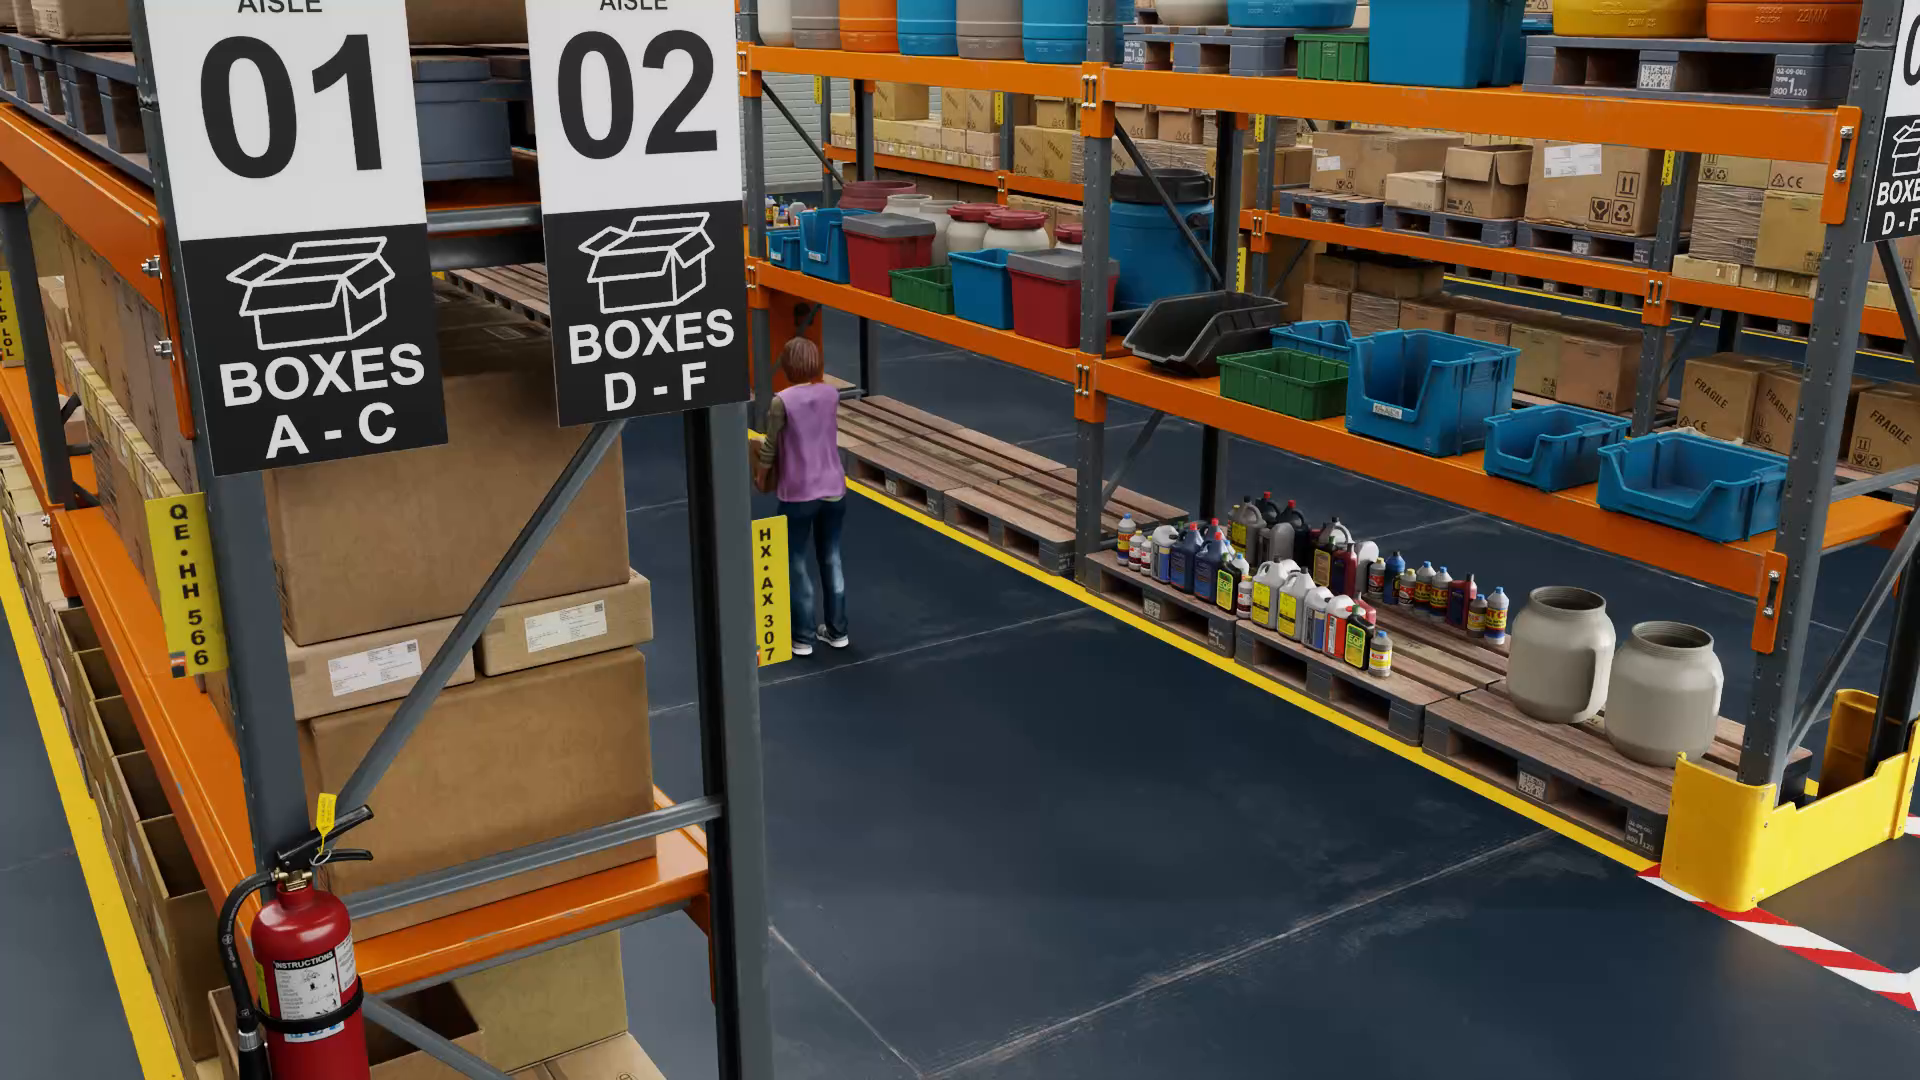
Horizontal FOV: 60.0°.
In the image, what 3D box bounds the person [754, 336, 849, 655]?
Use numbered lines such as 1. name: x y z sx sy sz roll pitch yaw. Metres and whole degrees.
1. person: -0.789 -0.230 8.276 0.375 1.598 0.508 -12 22 -32
